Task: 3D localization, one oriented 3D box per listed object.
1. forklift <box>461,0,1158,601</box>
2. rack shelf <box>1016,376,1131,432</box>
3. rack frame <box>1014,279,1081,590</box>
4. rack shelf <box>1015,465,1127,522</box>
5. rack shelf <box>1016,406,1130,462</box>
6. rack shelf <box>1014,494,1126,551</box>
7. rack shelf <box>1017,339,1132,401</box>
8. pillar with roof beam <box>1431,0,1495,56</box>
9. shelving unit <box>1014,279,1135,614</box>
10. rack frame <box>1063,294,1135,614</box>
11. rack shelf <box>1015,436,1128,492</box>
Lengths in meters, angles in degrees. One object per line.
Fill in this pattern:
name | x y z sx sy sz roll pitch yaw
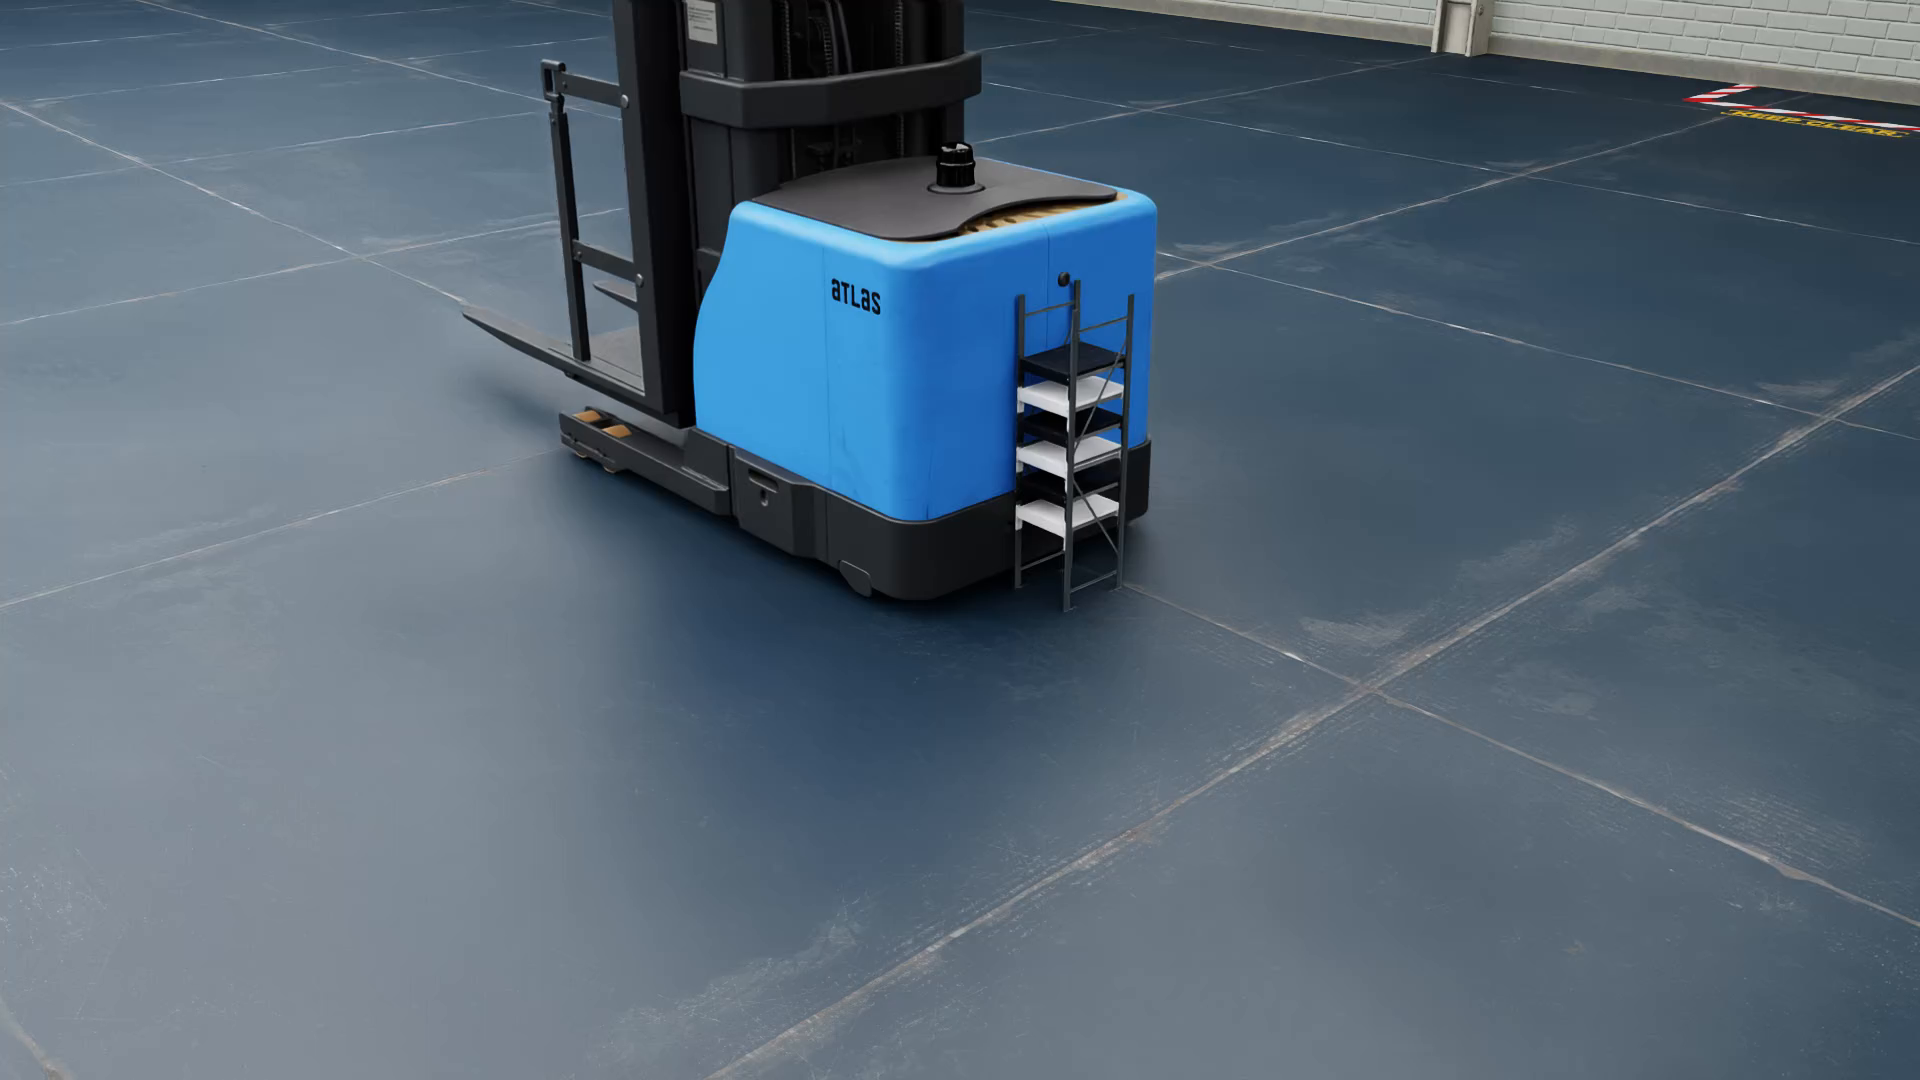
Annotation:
forklift | -0.763 -1.689 5.421 1.130 2.935 3.031 -21 32 -38
rack shelf | 0.320 -0.396 4.681 0.258 0.077 0.200 -21 32 -38
rack frame | 0.251 -0.294 4.811 0.240 0.900 0.006 -21 32 -38
rack shelf | 0.320 -0.151 4.794 0.258 0.077 0.200 -21 32 -38
rack shelf | 0.320 -0.315 4.719 0.258 0.077 0.200 -21 32 -38
rack shelf | 0.320 -0.069 4.831 0.258 0.077 0.200 -21 32 -38
rack shelf | 0.320 -0.478 4.644 0.258 0.077 0.200 -21 32 -38
pillar with roof beam | 1.275 -7.186 10.159 9.100 9.000 0.400 -21 32 -38
shelving unit | 0.320 -0.263 4.742 0.258 0.900 0.210 -21 32 -38
rack frame | 0.388 -0.232 4.674 0.240 0.900 0.006 -21 32 -38
rack shelf | 0.320 -0.233 4.756 0.258 0.077 0.200 -21 32 -38
